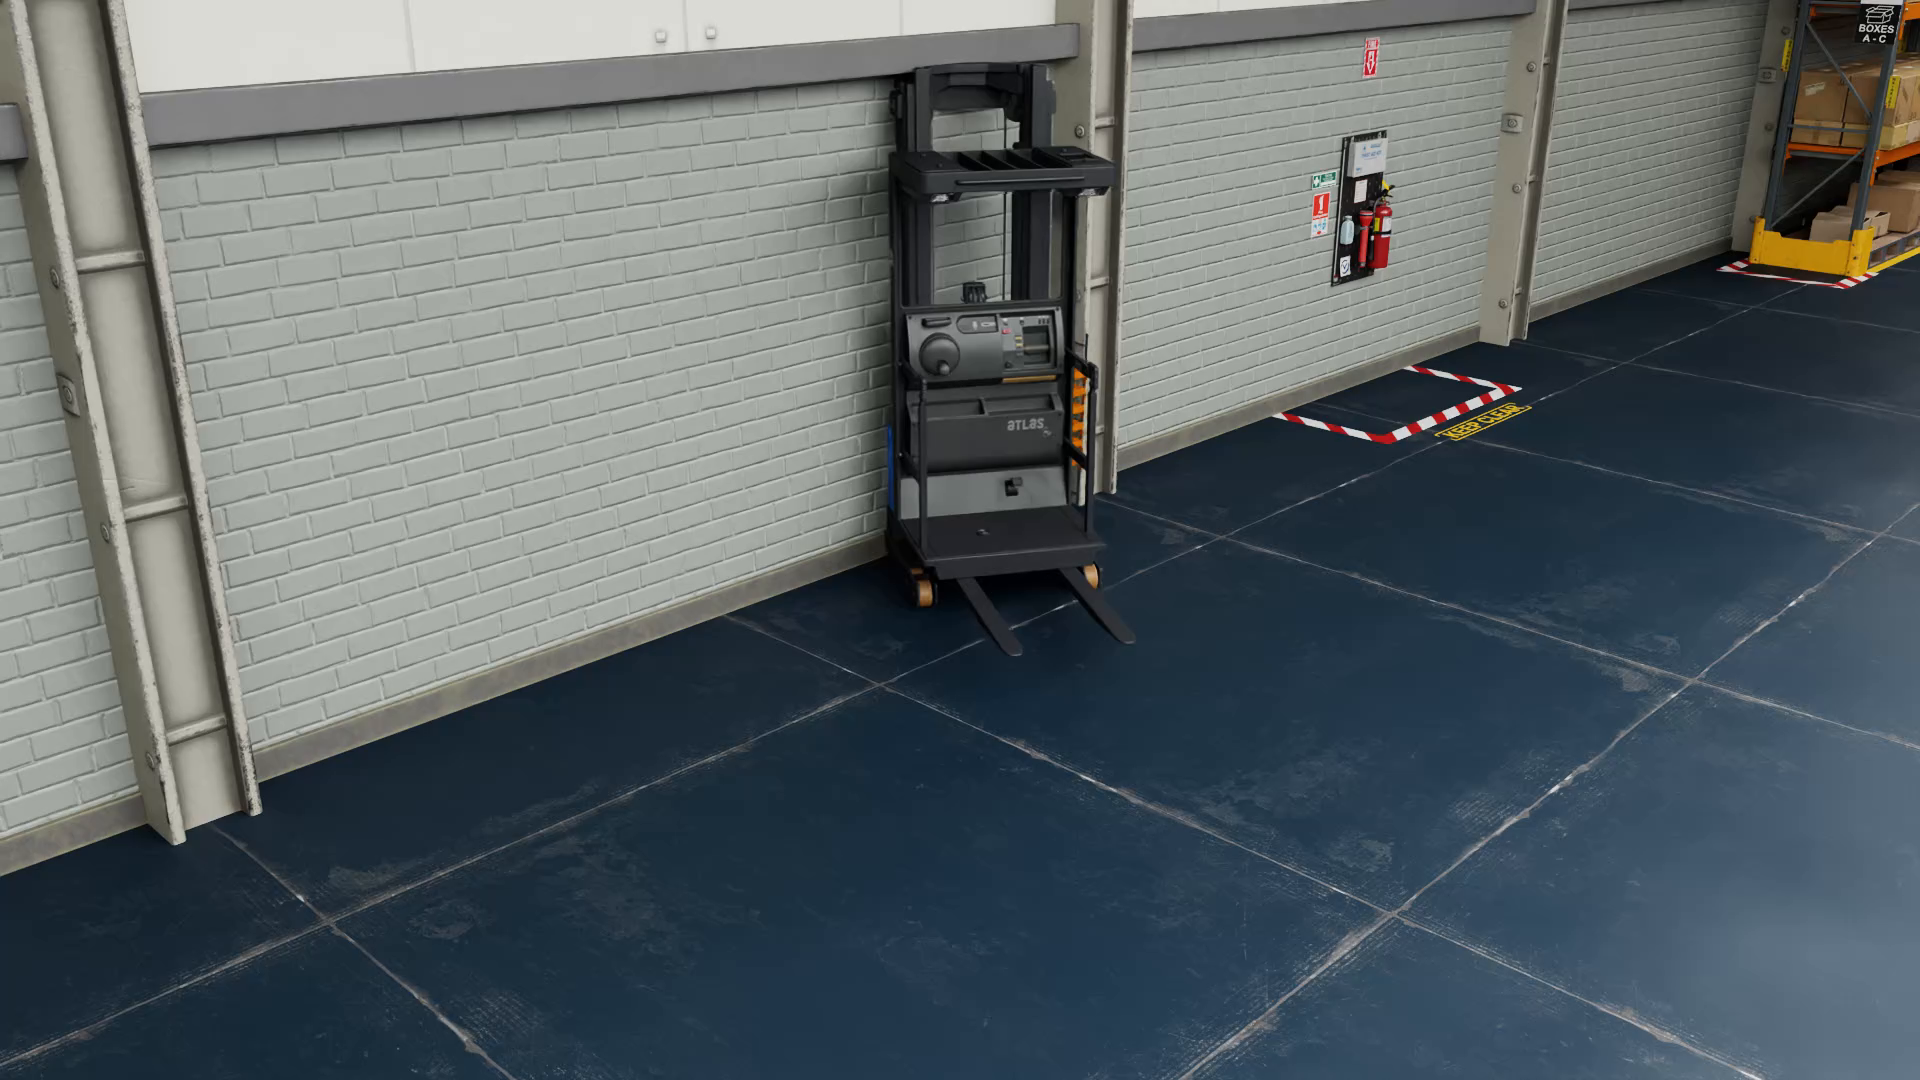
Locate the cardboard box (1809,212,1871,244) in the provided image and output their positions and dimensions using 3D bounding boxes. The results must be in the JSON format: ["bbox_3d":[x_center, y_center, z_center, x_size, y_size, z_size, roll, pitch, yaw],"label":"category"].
[{"bbox_3d":[9.880,-3.511,18.662,0.500,0.311,0.500,15,26,35],"label":"cardboard box"}]

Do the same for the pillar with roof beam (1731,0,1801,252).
[{"bbox_3d":[12.285,-6.524,15.006,9.100,9.000,0.400,19,28,41],"label":"pillar with roof beam"}]

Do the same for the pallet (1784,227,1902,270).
[{"bbox_3d":[9.978,-3.323,18.925,1.003,0.211,1.213,19,28,41],"label":"pallet"}]

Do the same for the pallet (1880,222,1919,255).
[{"bbox_3d":[10.829,-3.635,19.737,1.003,0.211,1.213,19,28,41],"label":"pallet"}]

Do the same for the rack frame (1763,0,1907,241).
[{"bbox_3d":[9.332,-4.405,17.854,1.000,3.000,0.127,19,28,41],"label":"rack frame"}]

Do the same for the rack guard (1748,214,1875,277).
[{"bbox_3d":[9.385,-3.258,18.353,1.175,0.500,0.348,19,28,41],"label":"rack guard"}]

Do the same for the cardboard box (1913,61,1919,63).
[{"bbox_3d":[11.312,-5.267,19.233,0.500,0.500,0.500,18,28,39],"label":"cardboard box"}]

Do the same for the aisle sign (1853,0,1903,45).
[{"bbox_3d":[9.497,-5.525,17.144,0.394,0.787,0.004,19,28,41],"label":"aisle sign"}]

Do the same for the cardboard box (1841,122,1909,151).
[{"bbox_3d":[9.900,-4.390,17.997,0.500,0.250,0.500,18,28,39],"label":"cardboard box"}]

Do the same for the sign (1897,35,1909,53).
[{"bbox_3d":[11.723,-6.112,20.680,0.100,0.325,0.005,19,28,41],"label":"sign"}]

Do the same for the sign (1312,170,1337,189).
[{"bbox_3d":[2.814,-2.780,12.838,0.001,0.109,0.331,19,28,41],"label":"sign"}]

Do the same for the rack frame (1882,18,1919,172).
[{"bbox_3d":[12.123,-5.433,20.529,1.000,3.000,0.127,19,28,41],"label":"rack frame"}]

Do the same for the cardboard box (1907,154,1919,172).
[{"bbox_3d":[12.624,-4.665,21.402,0.500,0.500,0.700,-19,28,-40],"label":"cardboard box"}]

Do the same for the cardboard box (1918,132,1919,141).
[{"bbox_3d":[10.612,-4.657,18.690,0.500,0.250,0.500,19,28,40],"label":"cardboard box"}]

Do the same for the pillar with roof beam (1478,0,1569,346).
[{"bbox_3d":[8.100,-4.982,10.993,9.100,9.000,0.400,19,28,41],"label":"pillar with roof beam"}]

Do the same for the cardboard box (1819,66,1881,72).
[{"bbox_3d":[9.867,-4.996,18.527,0.500,0.500,0.500,-20,29,-41],"label":"cardboard box"}]

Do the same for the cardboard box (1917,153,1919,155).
[{"bbox_3d":[12.949,-4.810,21.780,0.700,0.500,0.500,19,28,40],"label":"cardboard box"}]

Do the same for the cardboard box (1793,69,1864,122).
[{"bbox_3d":[9.509,-4.869,18.196,0.500,0.500,0.500,19,28,40],"label":"cardboard box"}]

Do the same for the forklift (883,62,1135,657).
[{"bbox_3d":[0.203,-1.129,9.428,1.130,2.935,3.031,-5,22,-13],"label":"forklift"}]

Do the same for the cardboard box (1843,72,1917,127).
[{"bbox_3d":[9.881,-4.742,17.866,0.500,0.500,0.500,19,28,41],"label":"cardboard box"}]

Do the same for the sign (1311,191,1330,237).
[{"bbox_3d":[2.804,-2.534,12.936,0.001,0.329,0.234,19,28,41],"label":"sign"}]

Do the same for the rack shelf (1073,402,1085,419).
[{"bbox_3d":[0.661,-0.853,10.887,0.180,0.103,0.258,-20,32,-39],"label":"rack shelf"}]

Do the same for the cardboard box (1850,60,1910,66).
[{"bbox_3d":[10.576,-5.259,19.212,0.500,0.500,0.500,-20,29,-41],"label":"cardboard box"}]

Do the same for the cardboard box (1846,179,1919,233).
[{"bbox_3d":[10.825,-3.921,19.467,0.700,0.500,0.500,17,27,37],"label":"cardboard box"}]

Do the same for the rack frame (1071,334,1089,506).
[{"bbox_3d":[0.726,-0.809,10.975,0.006,1.200,0.240,-20,32,-39],"label":"rack frame"}]

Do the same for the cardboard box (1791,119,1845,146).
[{"bbox_3d":[9.520,-4.513,18.316,0.500,0.250,0.500,-20,28,-41],"label":"cardboard box"}]

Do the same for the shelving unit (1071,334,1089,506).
[{"bbox_3d":[0.659,-0.785,10.918,0.189,1.200,0.258,-20,32,-39],"label":"shelving unit"}]

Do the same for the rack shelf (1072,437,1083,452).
[{"bbox_3d":[0.655,-0.635,10.986,0.180,0.103,0.258,-20,32,-39],"label":"rack shelf"}]

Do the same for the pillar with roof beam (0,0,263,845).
[{"bbox_3d":[-0.271,-1.897,2.968,9.100,9.000,0.400,19,28,41],"label":"pillar with roof beam"}]

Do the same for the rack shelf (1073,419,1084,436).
[{"bbox_3d":[0.658,-0.744,10.936,0.180,0.103,0.258,-20,32,-39],"label":"rack shelf"}]

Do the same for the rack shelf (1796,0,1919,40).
[{"bbox_3d":[10.728,-5.983,18.782,1.077,0.370,4.000,19,28,41],"label":"rack shelf"}]

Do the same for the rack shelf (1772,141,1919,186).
[{"bbox_3d":[10.728,-4.583,19.321,1.077,0.370,4.000,19,28,41],"label":"rack shelf"}]

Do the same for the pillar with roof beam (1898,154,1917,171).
[{"bbox_3d":[16.471,-8.066,19.018,9.100,9.000,0.400,19,28,41],"label":"pillar with roof beam"}]

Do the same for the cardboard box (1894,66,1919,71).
[{"bbox_3d":[10.598,-4.998,18.532,0.500,0.500,0.500,18,27,39],"label":"cardboard box"}]

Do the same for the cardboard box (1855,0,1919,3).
[{"bbox_3d":[9.745,-5.884,17.355,0.500,0.500,0.500,-19,28,-41],"label":"cardboard box"}]

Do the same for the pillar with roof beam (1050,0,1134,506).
[{"bbox_3d":[3.914,-3.439,6.980,9.100,9.000,0.400,19,28,41],"label":"pillar with roof beam"}]

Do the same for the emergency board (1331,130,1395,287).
[{"bbox_3d":[3.264,-2.633,13.245,0.194,1.169,0.643,19,28,41],"label":"emergency board"}]

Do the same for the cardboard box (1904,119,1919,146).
[{"bbox_3d":[10.252,-4.527,18.353,0.500,0.250,0.500,18,28,39],"label":"cardboard box"}]

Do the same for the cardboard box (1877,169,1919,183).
[{"bbox_3d":[11.427,-4.195,20.178,0.500,0.500,0.500,17,27,37],"label":"cardboard box"}]

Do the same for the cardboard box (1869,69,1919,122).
[{"bbox_3d":[10.233,-4.866,18.190,0.500,0.500,0.500,19,28,41],"label":"cardboard box"}]

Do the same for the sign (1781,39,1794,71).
[{"bbox_3d":[8.949,-5.237,17.964,0.100,0.325,0.005,19,28,41],"label":"sign"}]

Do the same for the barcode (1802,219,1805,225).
[{"bbox_3d":[9.606,-3.620,18.932,0.001,0.075,0.075,19,28,41],"label":"barcode"}]

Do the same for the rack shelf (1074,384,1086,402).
[{"bbox_3d":[0.664,-0.963,10.837,0.180,0.103,0.258,-20,32,-39],"label":"rack shelf"}]

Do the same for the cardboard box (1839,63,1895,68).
[{"bbox_3d":[10.225,-5.130,18.875,0.500,0.500,0.500,18,28,39],"label":"cardboard box"}]

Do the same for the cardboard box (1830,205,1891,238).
[{"bbox_3d":[10.277,-3.657,19.043,0.500,0.311,0.500,-17,27,-38],"label":"cardboard box"}]

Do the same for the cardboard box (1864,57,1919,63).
[{"bbox_3d":[10.930,-5.395,19.566,0.500,0.500,0.500,-19,28,-41],"label":"cardboard box"}]

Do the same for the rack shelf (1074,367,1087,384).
[{"bbox_3d":[0.666,-1.072,10.788,0.180,0.103,0.258,-20,32,-39],"label":"rack shelf"}]

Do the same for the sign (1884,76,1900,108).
[{"bbox_3d":[9.721,-4.673,17.345,0.100,0.325,0.005,19,28,41],"label":"sign"}]

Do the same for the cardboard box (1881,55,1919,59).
[{"bbox_3d":[11.282,-5.522,19.896,0.500,0.500,0.500,19,28,40],"label":"cardboard box"}]

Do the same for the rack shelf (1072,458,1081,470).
[{"bbox_3d":[0.652,-0.525,11.035,0.180,0.103,0.258,-20,32,-39],"label":"rack shelf"}]

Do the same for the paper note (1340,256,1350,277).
[{"bbox_3d":[3.091,-2.194,13.329,0.016,0.148,0.142,19,28,41],"label":"paper note"}]

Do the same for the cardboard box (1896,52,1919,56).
[{"bbox_3d":[11.645,-5.654,20.240,0.500,0.500,0.500,18,28,39],"label":"cardboard box"}]

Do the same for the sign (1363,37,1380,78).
[{"bbox_3d":[3.187,-3.738,12.888,0.001,0.298,0.199,19,28,41],"label":"sign"}]

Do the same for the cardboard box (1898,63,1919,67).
[{"bbox_3d":[10.949,-5.133,18.885,0.500,0.500,0.500,-19,28,-40],"label":"cardboard box"}]
